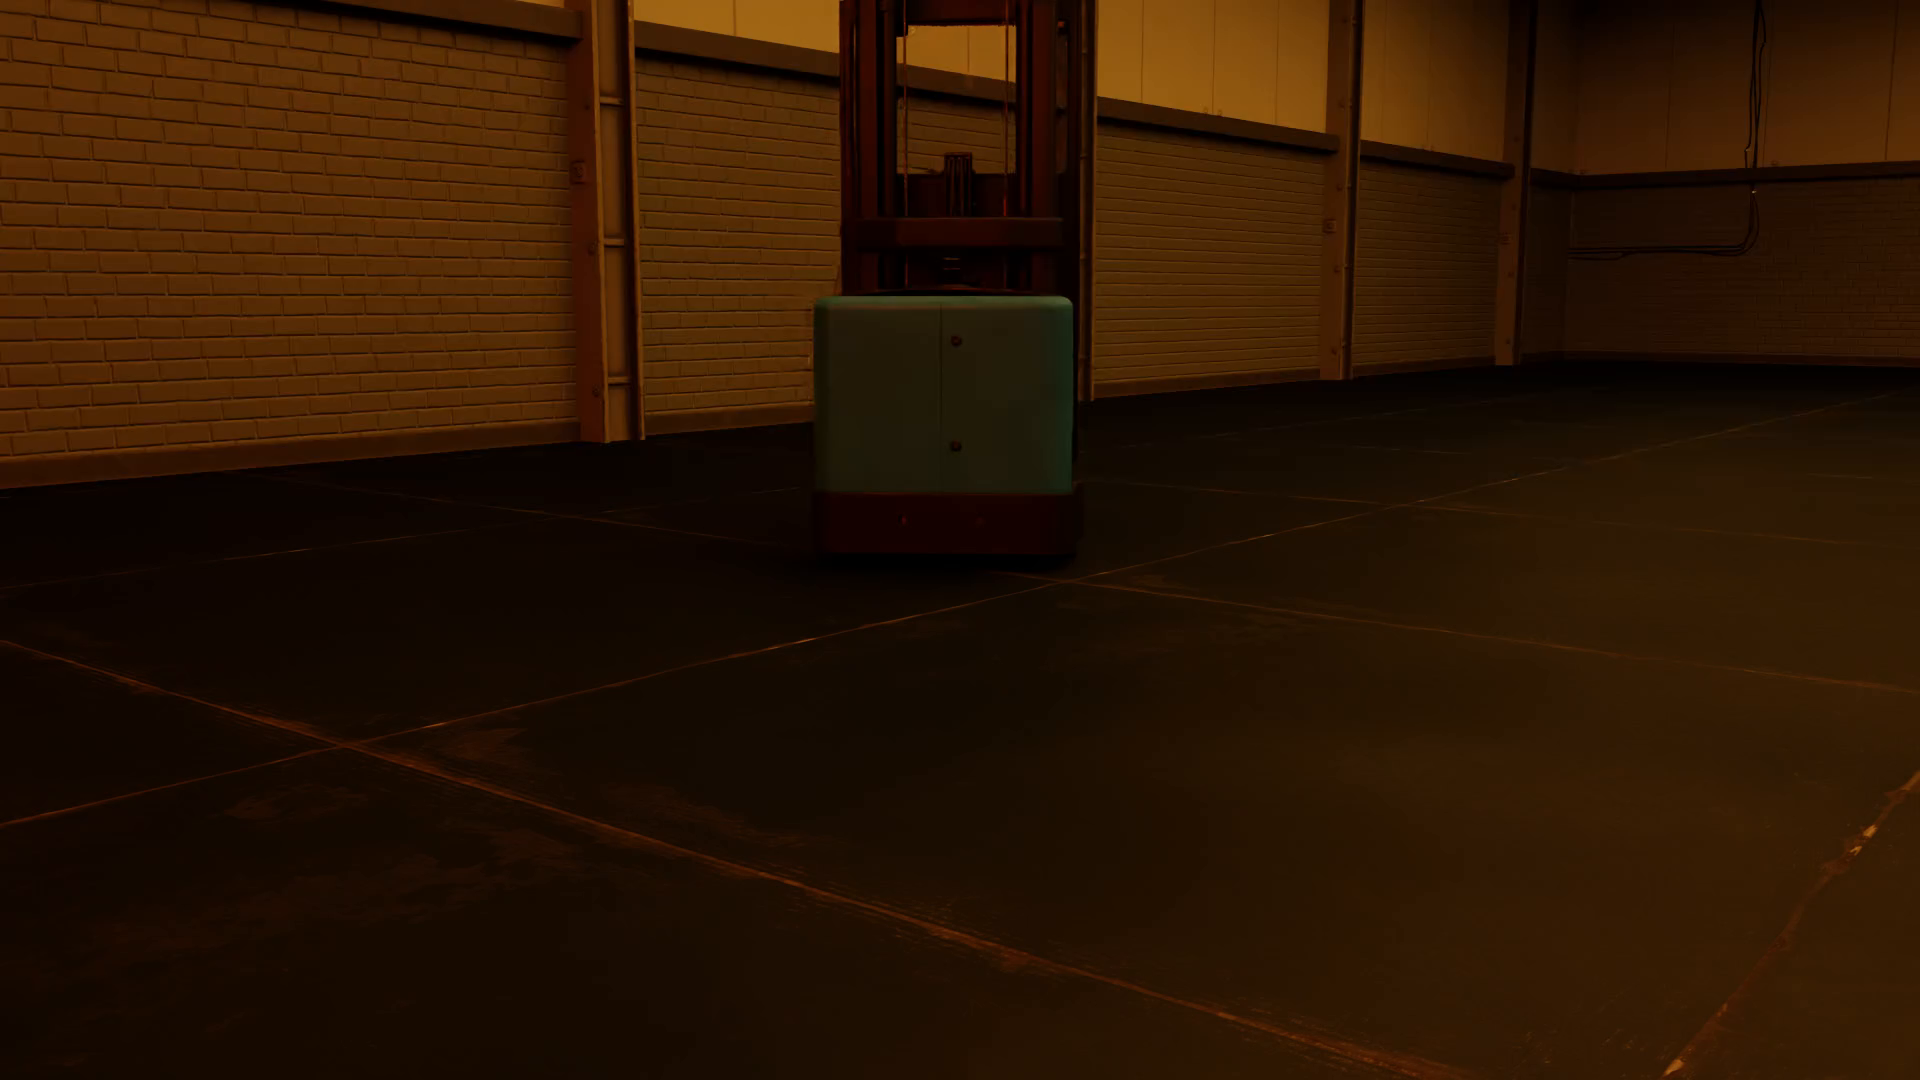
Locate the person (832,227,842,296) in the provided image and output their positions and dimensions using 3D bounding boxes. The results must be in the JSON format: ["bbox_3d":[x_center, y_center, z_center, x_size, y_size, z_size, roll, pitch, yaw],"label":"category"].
[{"bbox_3d":[-0.605,-1.116,9.675,0.623,1.562,0.481,-5,9,-28],"label":"person"}]

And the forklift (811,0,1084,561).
[{"bbox_3d":[0.019,-1.542,7.819,1.130,2.935,3.031,1,8,3],"label":"forklift"}]
